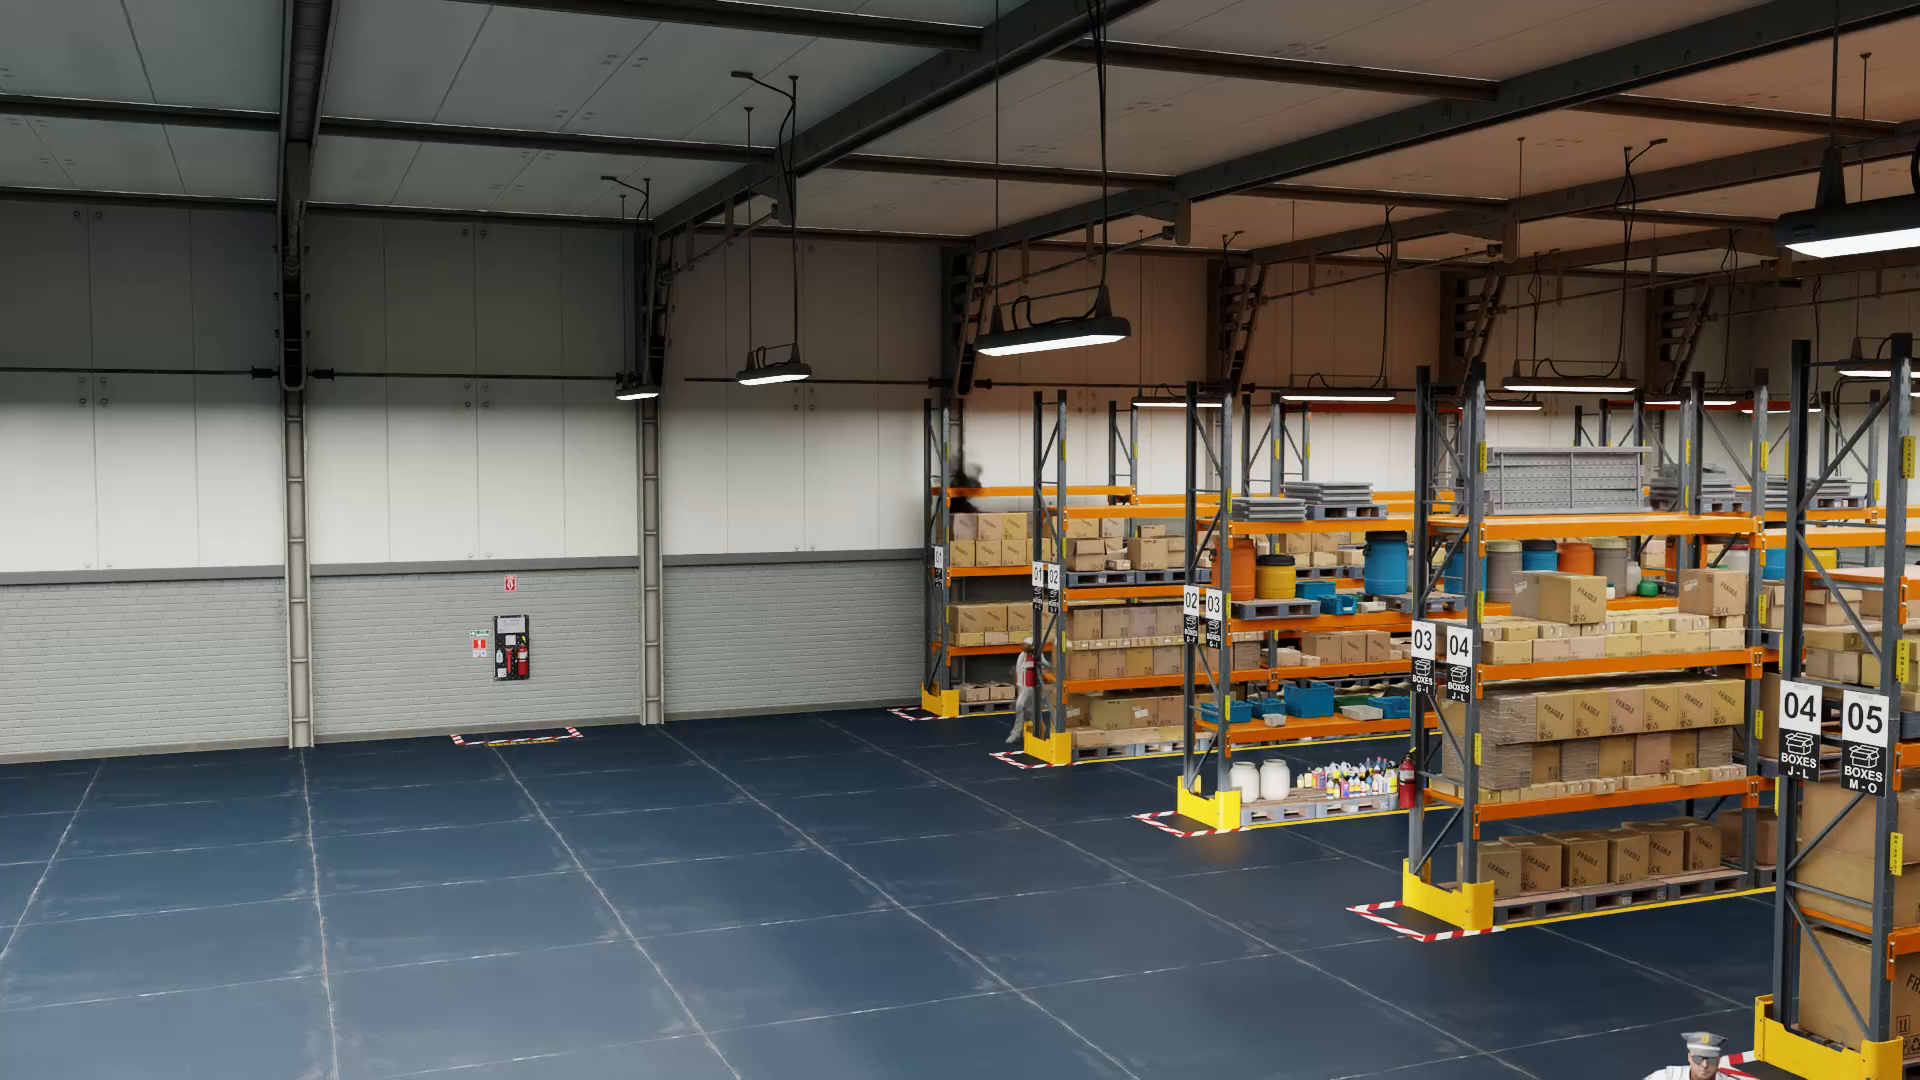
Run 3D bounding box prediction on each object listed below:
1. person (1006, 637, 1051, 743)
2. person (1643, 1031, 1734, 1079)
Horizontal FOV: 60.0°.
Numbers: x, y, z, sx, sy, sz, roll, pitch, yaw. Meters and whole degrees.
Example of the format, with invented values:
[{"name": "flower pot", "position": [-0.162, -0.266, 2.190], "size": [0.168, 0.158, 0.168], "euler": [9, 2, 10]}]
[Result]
[{"name": "person", "position": [1.134, 2.585, 28.804], "size": [0.859, 1.817, 0.741], "euler": [-2, 4, -29]}, {"name": "person", "position": [4.272, 3.723, 9.628], "size": [0.627, 1.840, 0.839], "euler": [1, 4, 17]}]
